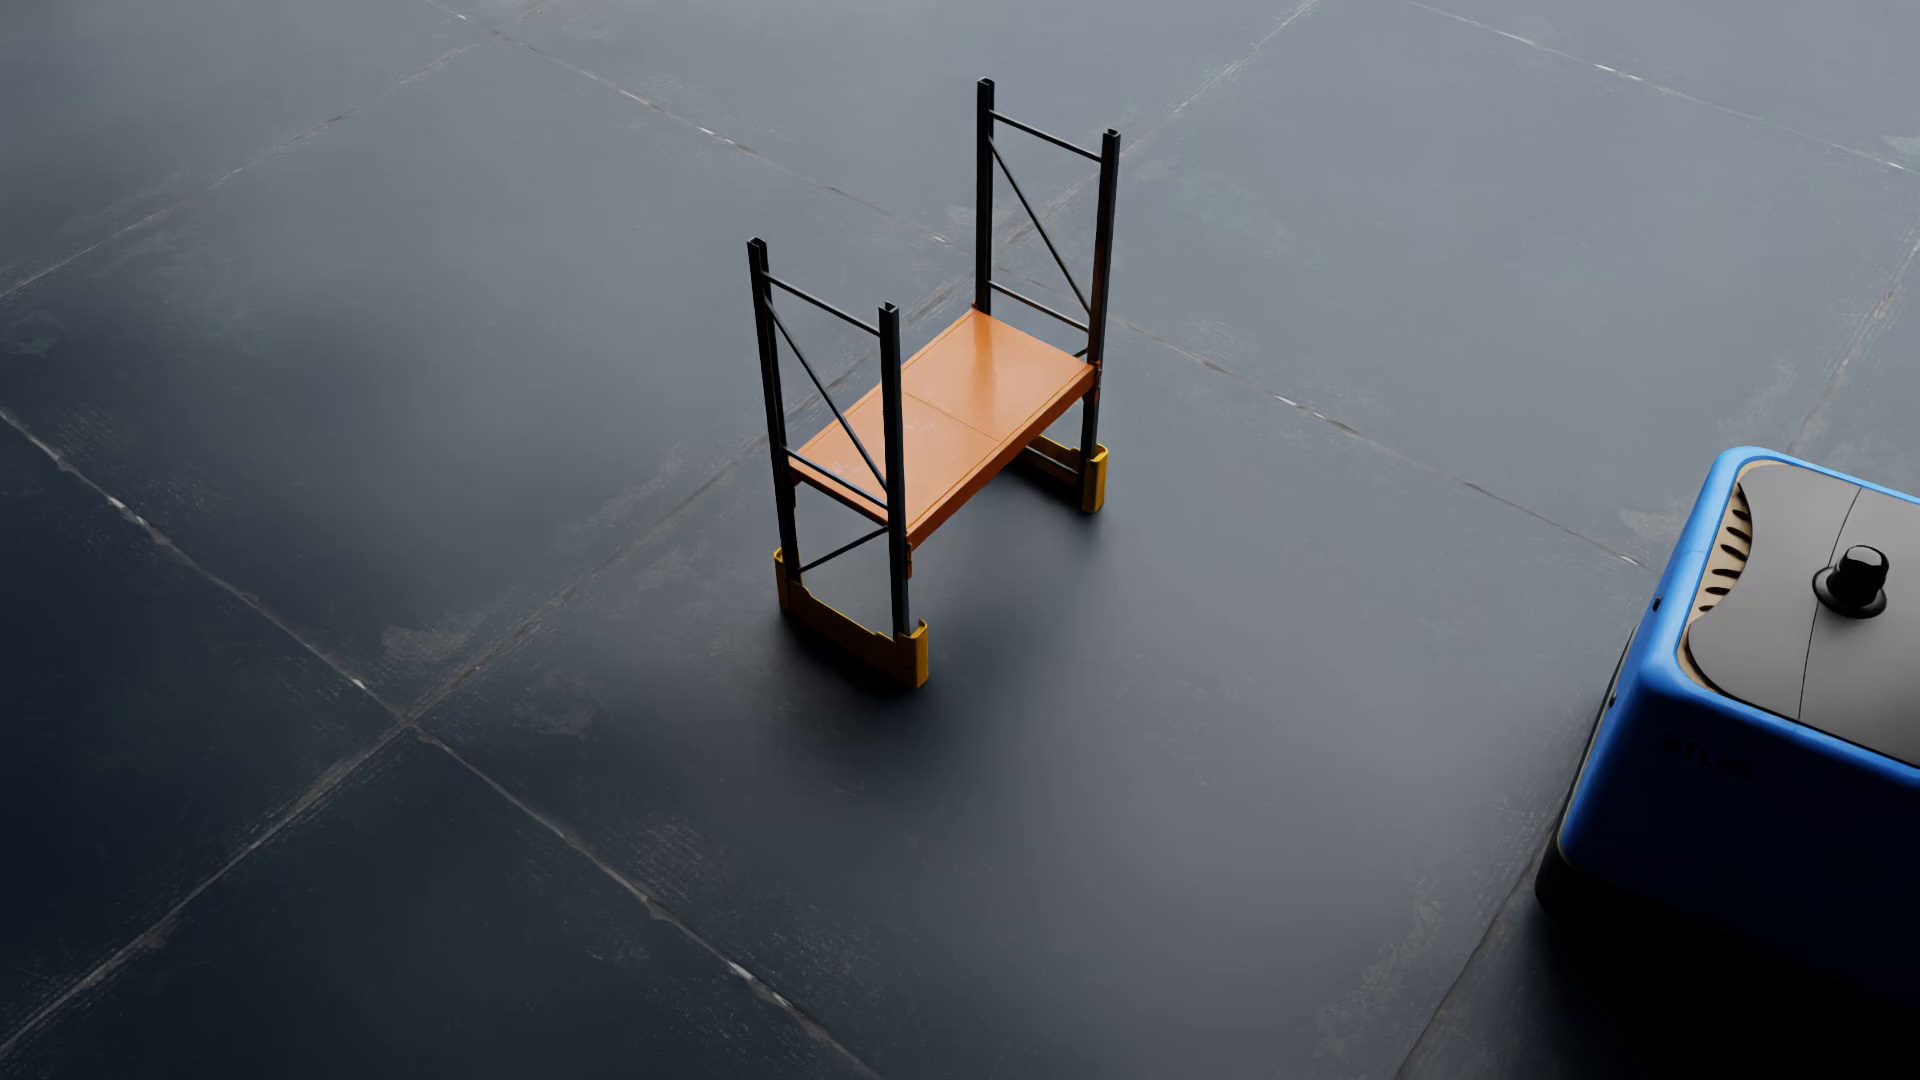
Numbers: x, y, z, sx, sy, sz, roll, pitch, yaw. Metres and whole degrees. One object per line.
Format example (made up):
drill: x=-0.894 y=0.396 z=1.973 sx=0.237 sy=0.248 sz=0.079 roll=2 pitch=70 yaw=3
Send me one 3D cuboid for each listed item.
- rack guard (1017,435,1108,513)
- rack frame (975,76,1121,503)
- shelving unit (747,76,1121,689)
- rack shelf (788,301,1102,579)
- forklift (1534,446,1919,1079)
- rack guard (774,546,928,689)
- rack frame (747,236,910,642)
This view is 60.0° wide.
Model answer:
rack guard: x=0.258 y=-0.328 z=5.890 sx=0.587 sy=0.250 sz=0.087 roll=29 pitch=53 yaw=25
rack frame: x=0.259 y=-0.760 z=5.439 sx=0.500 sy=1.500 sz=0.032 roll=29 pitch=53 yaw=25
shelving unit: x=-0.047 y=-0.474 z=5.166 sx=0.587 sy=1.500 sz=1.083 roll=29 pitch=53 yaw=25
rack shelf: x=-0.052 y=-0.345 z=5.291 sx=0.538 sy=0.185 sz=1.000 roll=29 pitch=53 yaw=25
forklift: x=3.162 y=0.278 z=3.458 sx=3.031 sy=2.935 sz=1.130 roll=22 pitch=50 yaw=20
rack guard: x=-0.351 y=0.242 z=5.346 sx=0.587 sy=0.250 sz=0.087 roll=29 pitch=53 yaw=25
rack frame: x=-0.363 y=-0.178 z=4.883 sx=0.500 sy=1.500 sz=0.032 roll=29 pitch=53 yaw=25
